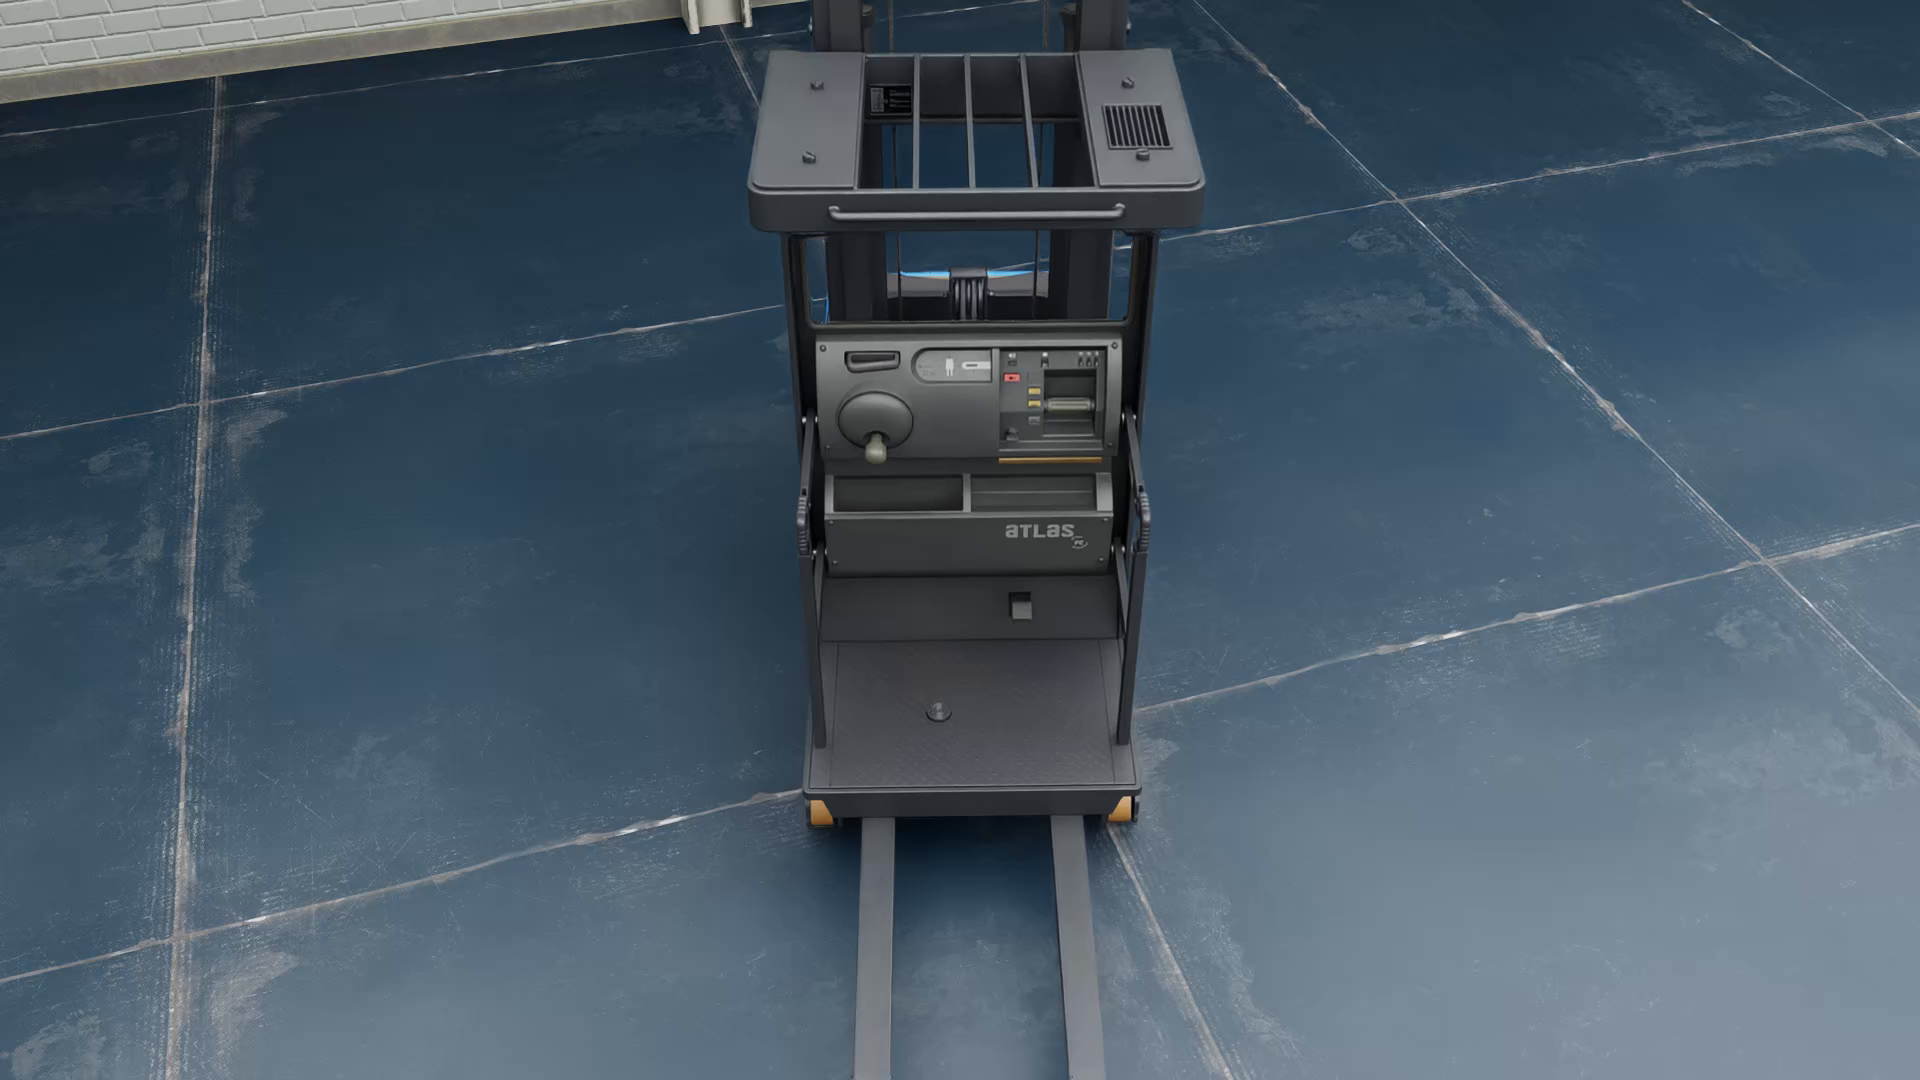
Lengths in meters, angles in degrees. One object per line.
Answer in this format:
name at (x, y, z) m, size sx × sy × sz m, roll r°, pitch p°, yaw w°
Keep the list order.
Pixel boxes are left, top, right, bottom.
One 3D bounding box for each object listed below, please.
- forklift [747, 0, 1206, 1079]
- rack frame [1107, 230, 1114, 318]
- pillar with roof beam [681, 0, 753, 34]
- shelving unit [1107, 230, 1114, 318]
forklift at (0.033, -0.349, 4.922) m, size 1.130 × 2.935 × 3.031 m, roll -1°, pitch 41°, yaw -1°
rack frame at (0.566, -0.968, 6.718) m, size 0.032 × 1.500 × 0.500 m, roll 1°, pitch 41°, yaw 1°
pillar with roof beam at (-0.242, -3.972, 4.457) m, size 0.400 × 9.000 × 9.100 m, roll -12°, pitch 42°, yaw -13°
shelving unit at (0.057, -0.974, 6.725) m, size 1.048 × 1.500 × 0.538 m, roll 1°, pitch 41°, yaw 1°
